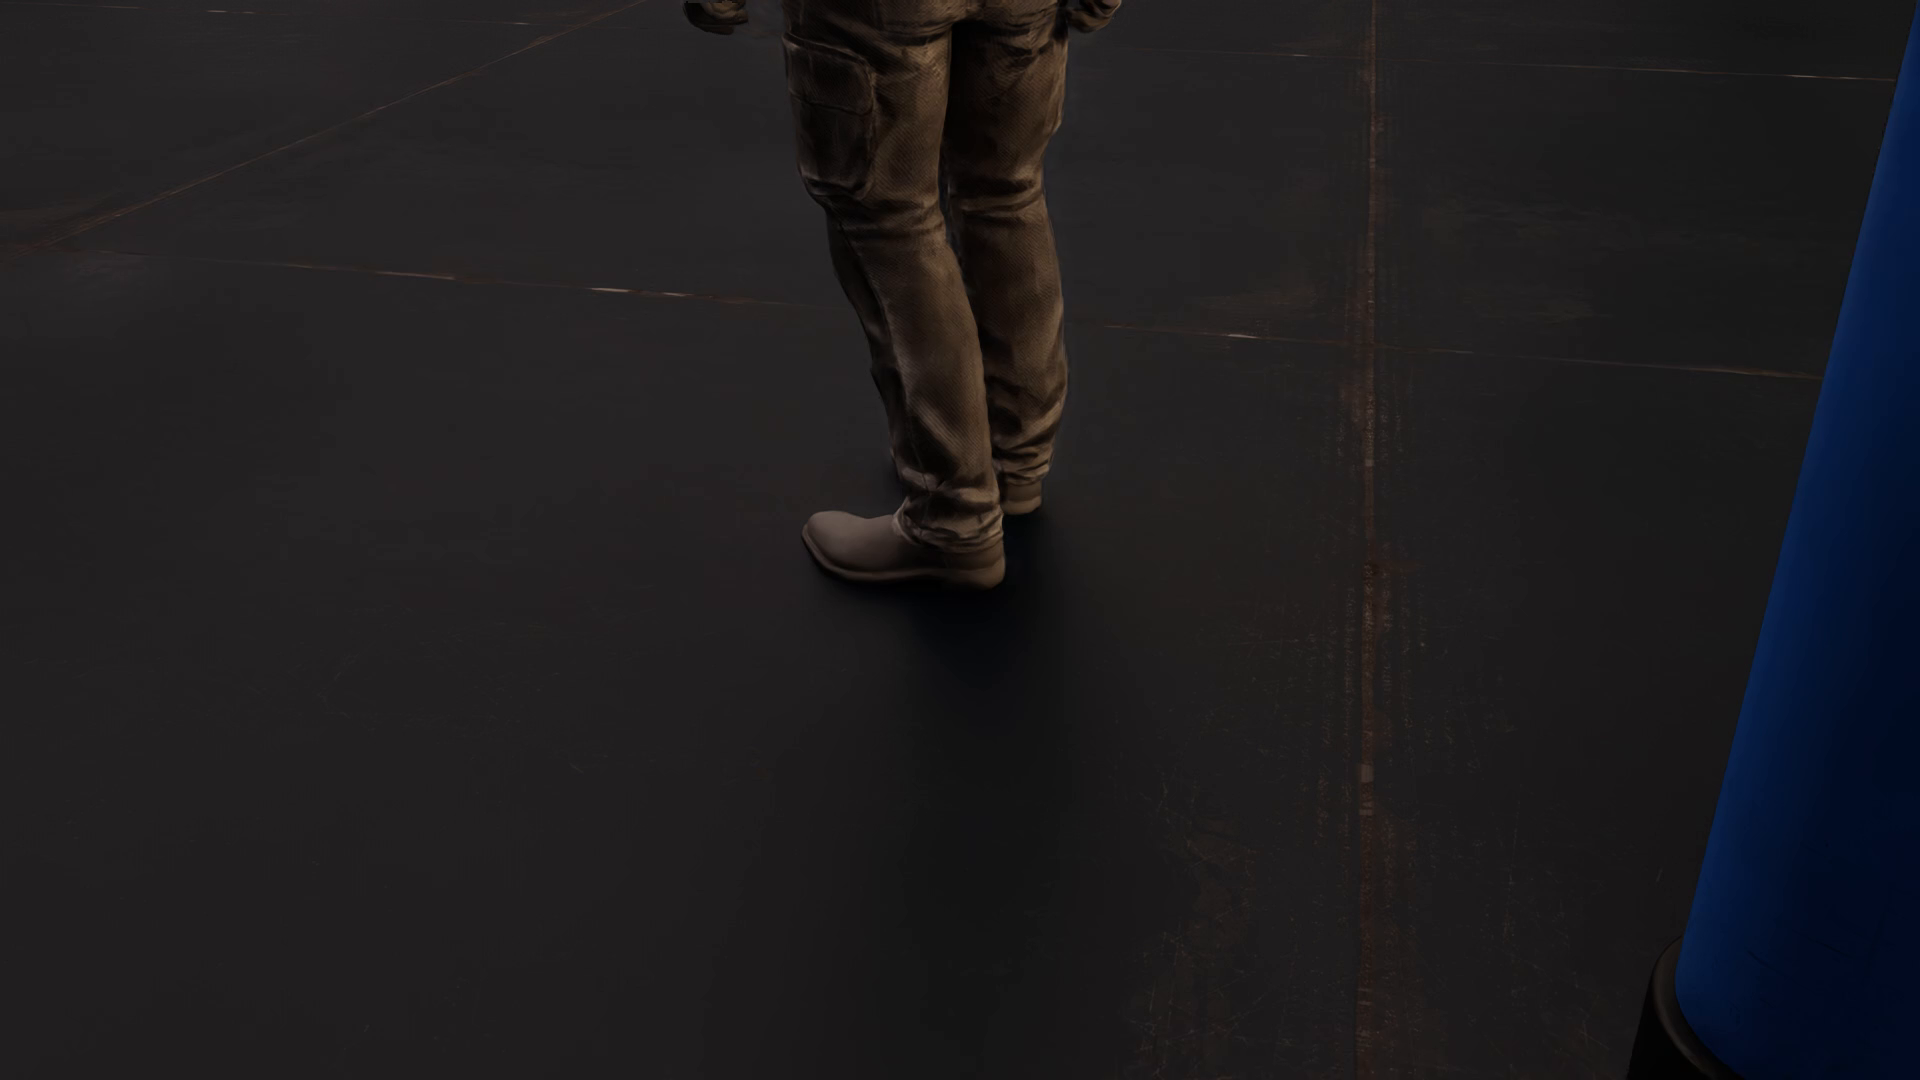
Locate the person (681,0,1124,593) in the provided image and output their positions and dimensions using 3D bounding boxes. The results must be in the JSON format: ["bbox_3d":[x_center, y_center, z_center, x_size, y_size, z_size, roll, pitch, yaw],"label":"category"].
[{"bbox_3d":[-0.080,-0.796,2.143,0.637,1.781,0.476,-18,32,-31],"label":"person"}]
